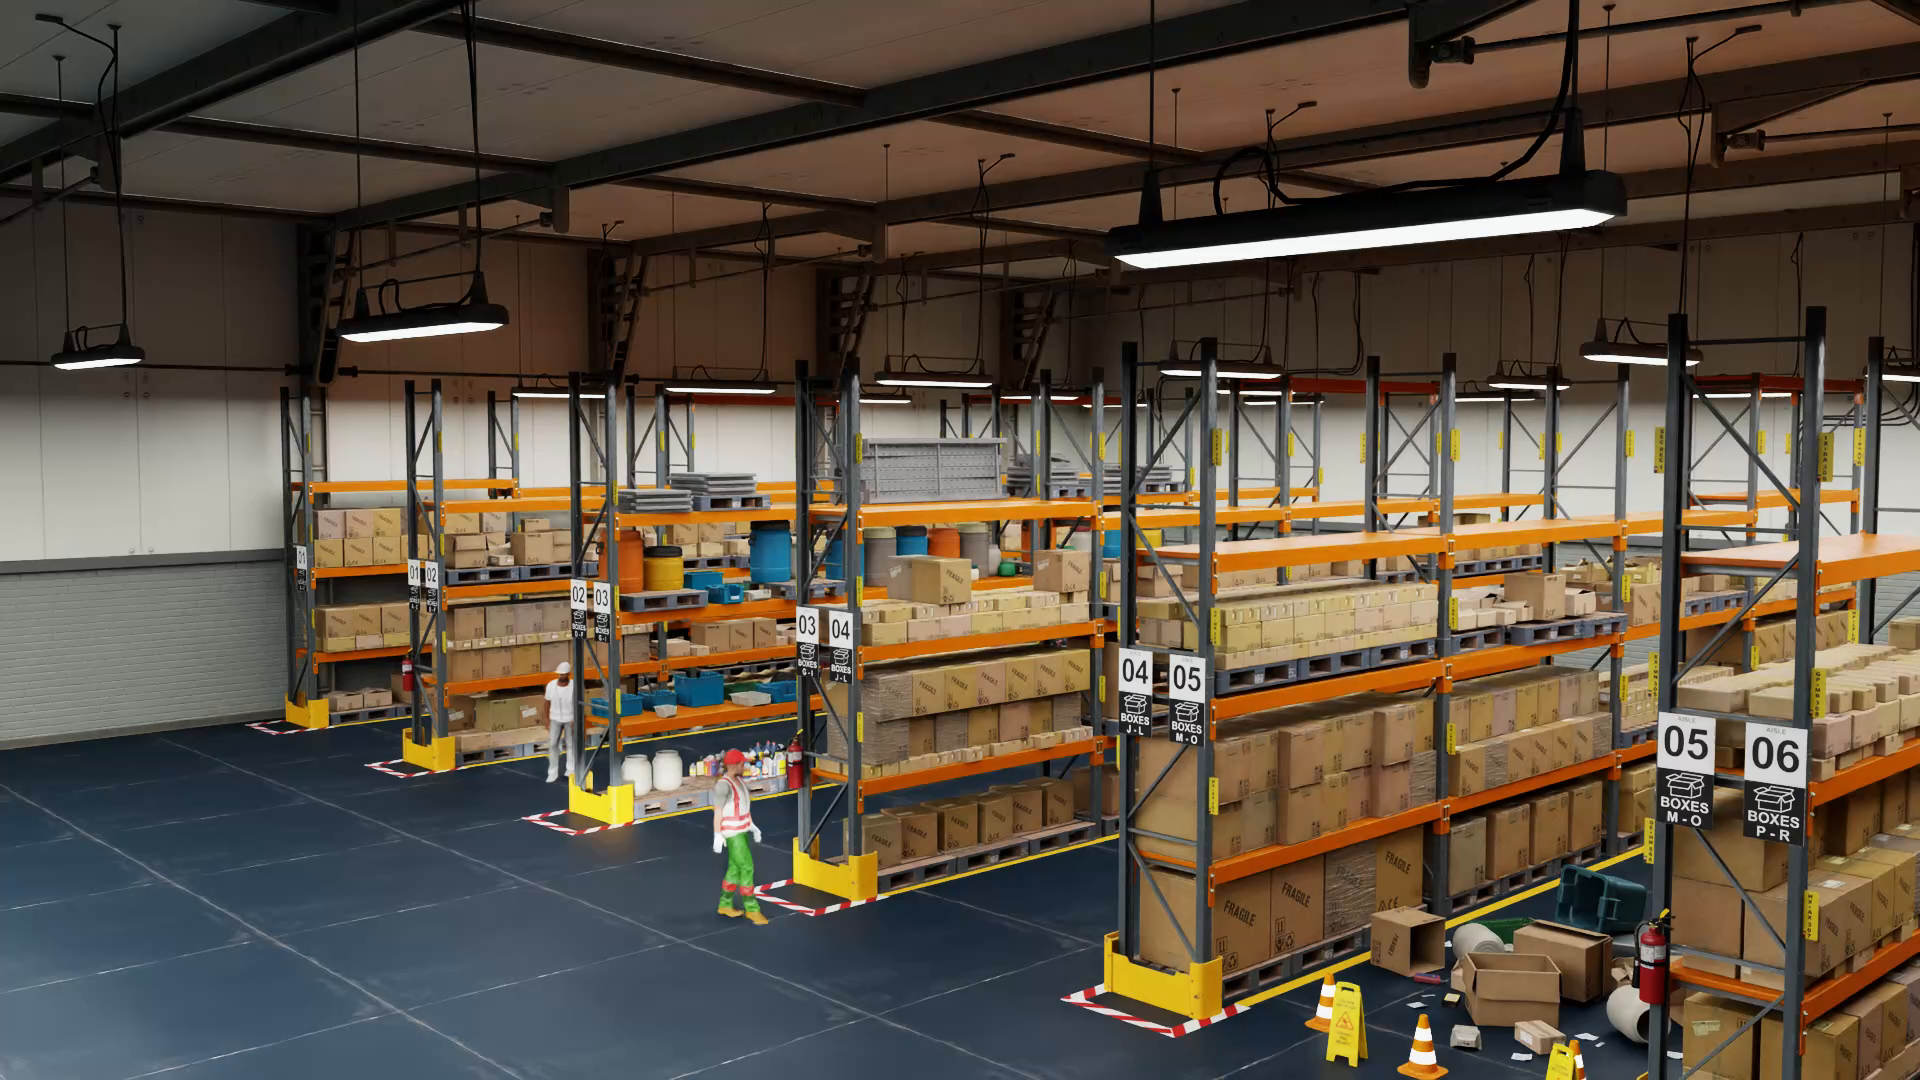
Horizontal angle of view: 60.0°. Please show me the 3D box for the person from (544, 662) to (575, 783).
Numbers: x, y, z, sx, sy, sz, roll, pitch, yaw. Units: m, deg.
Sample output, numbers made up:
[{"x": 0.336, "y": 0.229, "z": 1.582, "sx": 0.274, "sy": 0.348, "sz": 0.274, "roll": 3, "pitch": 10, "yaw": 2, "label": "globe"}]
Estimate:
[{"x": -5.925, "y": 2.729, "z": 24.851, "sx": 0.599, "sy": 1.841, "sz": 0.605, "roll": 0, "pitch": 4, "yaw": -2, "label": "person"}]

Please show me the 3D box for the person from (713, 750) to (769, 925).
[{"x": -2.293, "y": 3.141, "z": 17.726, "sx": 0.656, "sy": 1.794, "sz": 0.562, "roll": 1, "pitch": 4, "yaw": 13, "label": "person"}]
